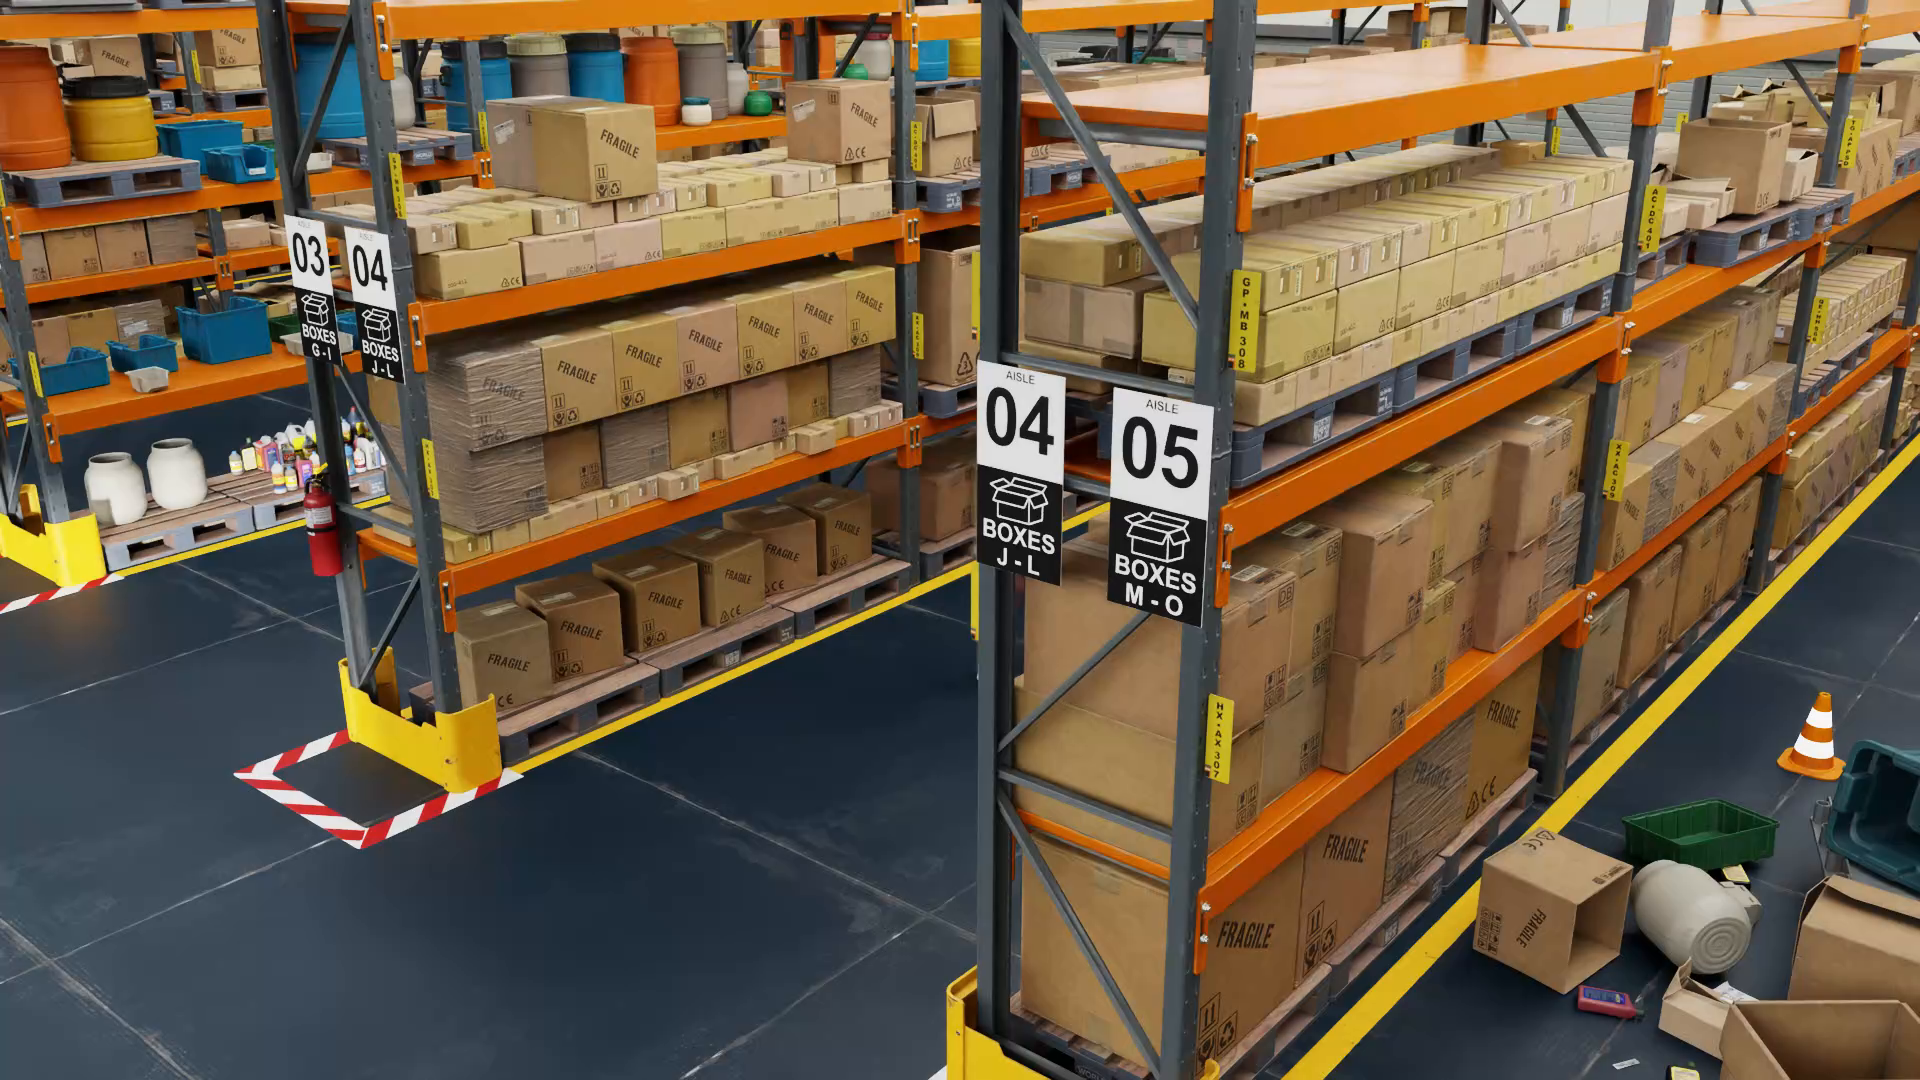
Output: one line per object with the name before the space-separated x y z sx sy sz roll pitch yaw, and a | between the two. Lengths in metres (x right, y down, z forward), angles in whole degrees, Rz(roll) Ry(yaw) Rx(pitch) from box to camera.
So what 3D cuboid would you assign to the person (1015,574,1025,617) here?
person | 0.495 0.131 10.705 0.683 1.654 0.669 -16 25 -36
